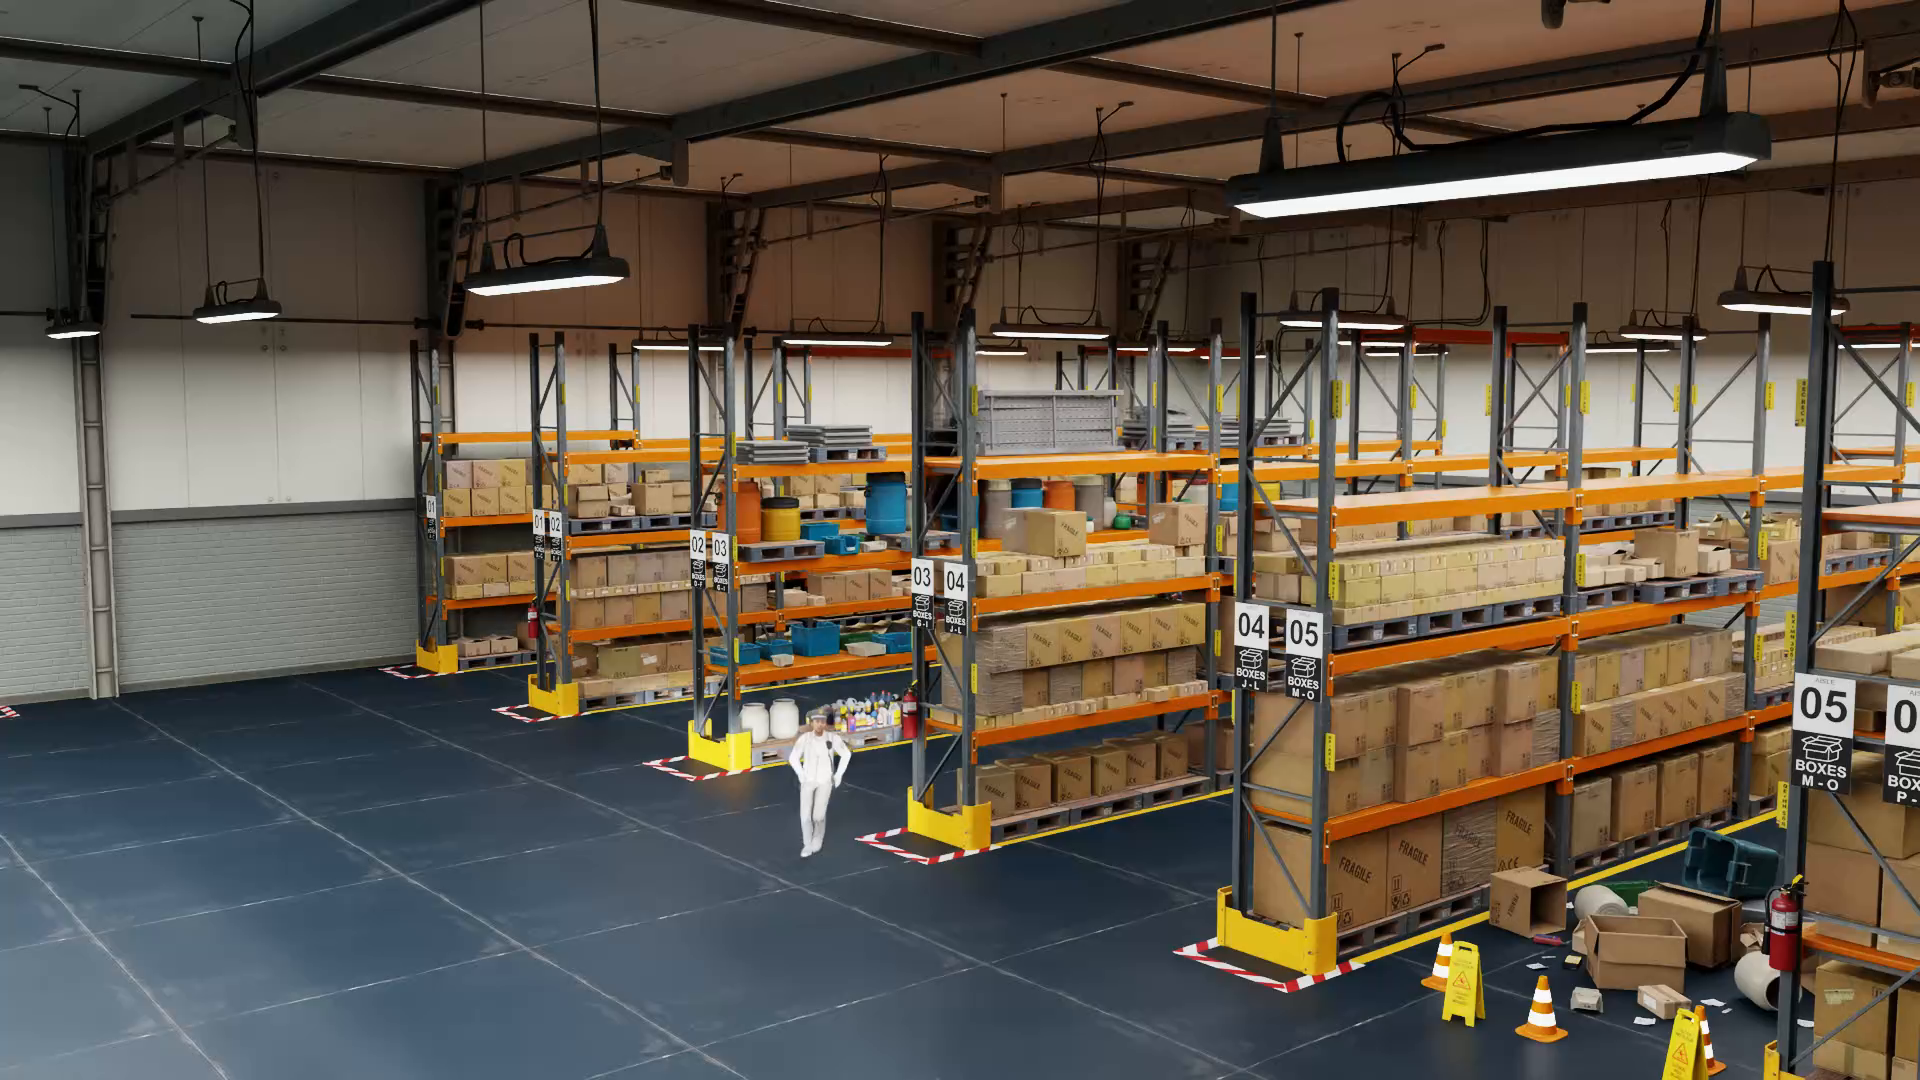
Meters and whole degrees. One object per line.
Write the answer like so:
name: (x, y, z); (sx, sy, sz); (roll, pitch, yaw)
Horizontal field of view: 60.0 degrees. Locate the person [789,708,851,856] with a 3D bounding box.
person: (-1.552, 2.659, 18.184); (0.653, 1.659, 0.546); (0, 5, 5)
